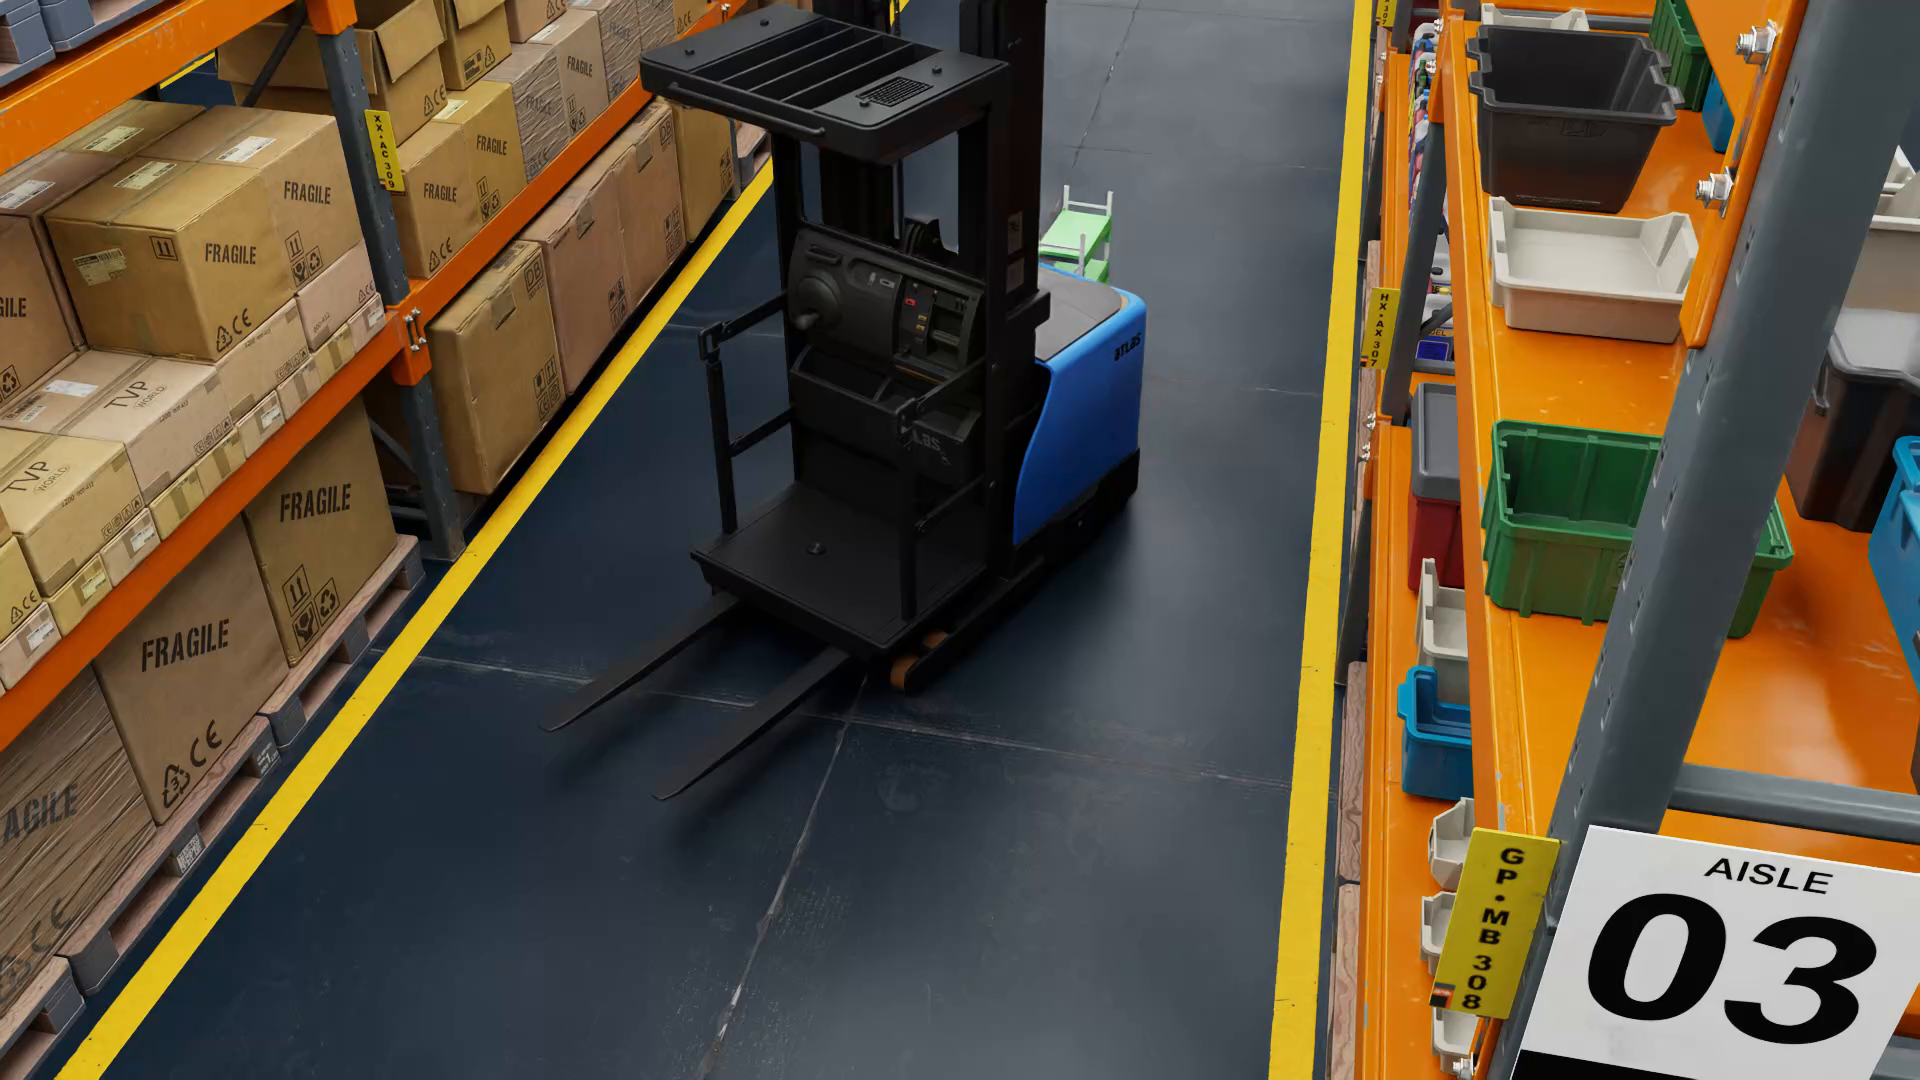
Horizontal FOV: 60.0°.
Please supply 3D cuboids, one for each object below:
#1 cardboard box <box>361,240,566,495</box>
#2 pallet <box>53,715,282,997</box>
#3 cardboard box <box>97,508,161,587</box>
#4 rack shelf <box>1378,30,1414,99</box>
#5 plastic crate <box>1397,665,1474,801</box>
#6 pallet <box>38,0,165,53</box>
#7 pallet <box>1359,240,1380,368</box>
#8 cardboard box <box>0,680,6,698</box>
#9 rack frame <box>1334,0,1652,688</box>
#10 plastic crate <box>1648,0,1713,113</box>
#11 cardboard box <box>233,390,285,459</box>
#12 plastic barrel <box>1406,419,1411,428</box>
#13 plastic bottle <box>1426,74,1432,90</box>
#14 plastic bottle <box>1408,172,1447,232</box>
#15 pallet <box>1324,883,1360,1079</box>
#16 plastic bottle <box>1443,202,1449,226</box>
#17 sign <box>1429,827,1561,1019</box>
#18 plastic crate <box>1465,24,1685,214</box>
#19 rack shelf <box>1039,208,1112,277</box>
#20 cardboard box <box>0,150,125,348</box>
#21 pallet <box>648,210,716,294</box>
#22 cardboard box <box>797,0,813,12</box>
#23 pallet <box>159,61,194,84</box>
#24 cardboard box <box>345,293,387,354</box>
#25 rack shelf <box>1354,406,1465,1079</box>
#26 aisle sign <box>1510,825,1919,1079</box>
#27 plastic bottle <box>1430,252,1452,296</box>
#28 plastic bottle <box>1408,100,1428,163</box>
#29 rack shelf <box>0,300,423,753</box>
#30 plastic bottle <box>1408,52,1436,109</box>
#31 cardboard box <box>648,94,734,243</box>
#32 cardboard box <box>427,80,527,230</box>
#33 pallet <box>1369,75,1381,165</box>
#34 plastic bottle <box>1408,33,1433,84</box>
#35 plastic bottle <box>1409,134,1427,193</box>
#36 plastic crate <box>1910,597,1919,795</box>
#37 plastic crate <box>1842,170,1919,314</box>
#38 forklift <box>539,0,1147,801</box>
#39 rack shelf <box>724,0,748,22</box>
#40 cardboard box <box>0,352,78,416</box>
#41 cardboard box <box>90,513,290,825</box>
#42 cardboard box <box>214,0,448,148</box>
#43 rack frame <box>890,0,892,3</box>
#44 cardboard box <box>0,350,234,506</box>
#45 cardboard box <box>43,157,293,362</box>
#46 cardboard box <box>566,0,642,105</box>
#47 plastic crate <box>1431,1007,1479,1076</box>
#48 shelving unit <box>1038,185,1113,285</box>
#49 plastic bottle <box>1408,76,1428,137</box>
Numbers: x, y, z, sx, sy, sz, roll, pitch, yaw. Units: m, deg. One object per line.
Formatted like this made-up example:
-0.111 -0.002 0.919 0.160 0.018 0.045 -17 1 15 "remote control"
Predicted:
-2.667 -0.881 7.862 1.225 0.875 0.875 7 37 10 "cardboard box"
-3.281 1.055 6.114 1.003 0.211 1.213 7 37 10 "pallet"
-2.859 -0.001 5.410 0.380 0.149 0.250 8 37 11 "cardboard box"
3.336 -3.729 10.952 1.077 0.370 4.000 7 37 10 "rack shelf"
1.389 0.546 4.531 0.416 0.233 0.300 7 37 10 "plastic crate"
-2.969 -1.912 5.352 1.003 0.211 1.213 7 37 10 "pallet"
2.781 -1.288 9.347 1.003 0.211 1.213 7 37 10 "pallet"
-3.022 0.442 4.798 0.380 0.149 0.250 7 36 9 "cardboard box"
2.055 -0.581 5.995 1.000 3.000 0.127 7 37 10 "rack frame"
2.260 -1.429 4.790 0.450 0.188 0.662 7 37 10 "plastic crate"
-2.694 -0.442 6.018 0.380 0.149 0.250 8 37 11 "cardboard box"
2.339 -0.617 7.475 0.600 0.901 0.708 7 37 10 "plastic barrel"
2.410 -2.278 8.447 0.097 0.271 0.097 0 36 0 "plastic bottle"
2.087 -1.506 7.377 0.152 0.276 0.135 7 37 10 "plastic bottle"
1.677 1.676 5.257 1.003 0.211 1.213 7 37 10 "pallet"
2.009 -1.296 7.087 0.152 0.276 0.135 7 37 10 "plastic bottle"
0.660 0.481 2.064 0.100 0.325 0.005 7 37 10 "sign"
1.522 -1.065 4.218 0.497 0.269 0.590 7 37 10 "plastic crate"
0.542 -1.414 7.970 0.258 0.148 0.480 12 37 15 "rack shelf"
-3.249 -1.041 5.866 0.500 0.500 0.500 7 37 10 "cardboard box"
-2.172 -1.923 10.224 1.003 0.211 1.213 7 37 10 "pallet"
-1.467 -4.013 12.486 0.700 0.500 0.500 4 36 6 "cardboard box"
-6.511 -3.488 12.383 1.003 0.211 1.213 7 37 10 "pallet"
-2.529 -0.884 6.628 0.380 0.149 0.250 8 37 10 "cardboard box"
1.628 0.857 4.624 1.077 0.370 4.000 7 37 10 "rack shelf"
0.899 0.664 2.062 0.394 0.787 0.004 7 37 10 "aisle sign"
1.901 -1.006 6.688 0.152 0.276 0.135 7 37 10 "plastic bottle"
2.210 -1.962 8.001 0.061 0.283 0.133 7 37 10 "plastic bottle"
-3.211 0.236 5.481 1.077 0.370 4.000 7 37 10 "rack shelf"
2.402 -2.351 8.543 0.152 0.276 0.135 7 37 10 "plastic bottle"
-2.097 -2.411 9.974 1.225 0.875 0.875 6 36 8 "cardboard box"
-2.335 -1.763 7.541 0.500 0.500 0.500 7 37 10 "cardboard box"
3.375 -2.881 11.546 1.003 0.211 1.213 7 37 10 "pallet"
2.449 -2.551 8.824 0.097 0.271 0.097 0 36 0 "plastic bottle"
2.167 -1.760 7.665 0.144 0.351 0.185 7 37 10 "plastic bottle"
1.555 0.365 2.246 0.497 0.269 0.590 7 37 10 "plastic crate"
1.975 -0.686 3.685 0.437 0.282 0.530 7 37 10 "plastic crate"
-0.439 -0.882 6.470 1.130 2.935 3.031 24 42 29 "forklift"
-1.502 -4.350 11.809 1.077 0.370 4.000 7 37 10 "rack shelf"
-3.356 -0.443 5.679 0.500 0.250 0.500 8 37 11 "cardboard box"
-3.195 0.373 6.132 0.875 0.875 0.875 7 37 10 "cardboard box"
-2.656 -2.015 7.035 0.797 0.503 0.637 6 36 9 "cardboard box"
-1.075 -5.788 13.180 1.000 3.000 0.127 7 37 10 "rack frame"
-2.839 -0.386 5.600 0.500 0.250 0.500 8 37 11 "cardboard box"
-2.732 -0.981 5.783 0.500 0.500 0.500 8 37 10 "cardboard box"
-2.013 -2.638 8.749 0.500 0.500 0.500 6 36 8 "cardboard box"
1.274 1.140 3.794 0.396 0.136 0.243 7 37 10 "plastic crate"
0.542 -1.077 8.214 0.258 1.200 0.503 12 37 15 "shelving unit"
2.280 -2.150 8.260 0.061 0.283 0.133 7 37 10 "plastic bottle"
